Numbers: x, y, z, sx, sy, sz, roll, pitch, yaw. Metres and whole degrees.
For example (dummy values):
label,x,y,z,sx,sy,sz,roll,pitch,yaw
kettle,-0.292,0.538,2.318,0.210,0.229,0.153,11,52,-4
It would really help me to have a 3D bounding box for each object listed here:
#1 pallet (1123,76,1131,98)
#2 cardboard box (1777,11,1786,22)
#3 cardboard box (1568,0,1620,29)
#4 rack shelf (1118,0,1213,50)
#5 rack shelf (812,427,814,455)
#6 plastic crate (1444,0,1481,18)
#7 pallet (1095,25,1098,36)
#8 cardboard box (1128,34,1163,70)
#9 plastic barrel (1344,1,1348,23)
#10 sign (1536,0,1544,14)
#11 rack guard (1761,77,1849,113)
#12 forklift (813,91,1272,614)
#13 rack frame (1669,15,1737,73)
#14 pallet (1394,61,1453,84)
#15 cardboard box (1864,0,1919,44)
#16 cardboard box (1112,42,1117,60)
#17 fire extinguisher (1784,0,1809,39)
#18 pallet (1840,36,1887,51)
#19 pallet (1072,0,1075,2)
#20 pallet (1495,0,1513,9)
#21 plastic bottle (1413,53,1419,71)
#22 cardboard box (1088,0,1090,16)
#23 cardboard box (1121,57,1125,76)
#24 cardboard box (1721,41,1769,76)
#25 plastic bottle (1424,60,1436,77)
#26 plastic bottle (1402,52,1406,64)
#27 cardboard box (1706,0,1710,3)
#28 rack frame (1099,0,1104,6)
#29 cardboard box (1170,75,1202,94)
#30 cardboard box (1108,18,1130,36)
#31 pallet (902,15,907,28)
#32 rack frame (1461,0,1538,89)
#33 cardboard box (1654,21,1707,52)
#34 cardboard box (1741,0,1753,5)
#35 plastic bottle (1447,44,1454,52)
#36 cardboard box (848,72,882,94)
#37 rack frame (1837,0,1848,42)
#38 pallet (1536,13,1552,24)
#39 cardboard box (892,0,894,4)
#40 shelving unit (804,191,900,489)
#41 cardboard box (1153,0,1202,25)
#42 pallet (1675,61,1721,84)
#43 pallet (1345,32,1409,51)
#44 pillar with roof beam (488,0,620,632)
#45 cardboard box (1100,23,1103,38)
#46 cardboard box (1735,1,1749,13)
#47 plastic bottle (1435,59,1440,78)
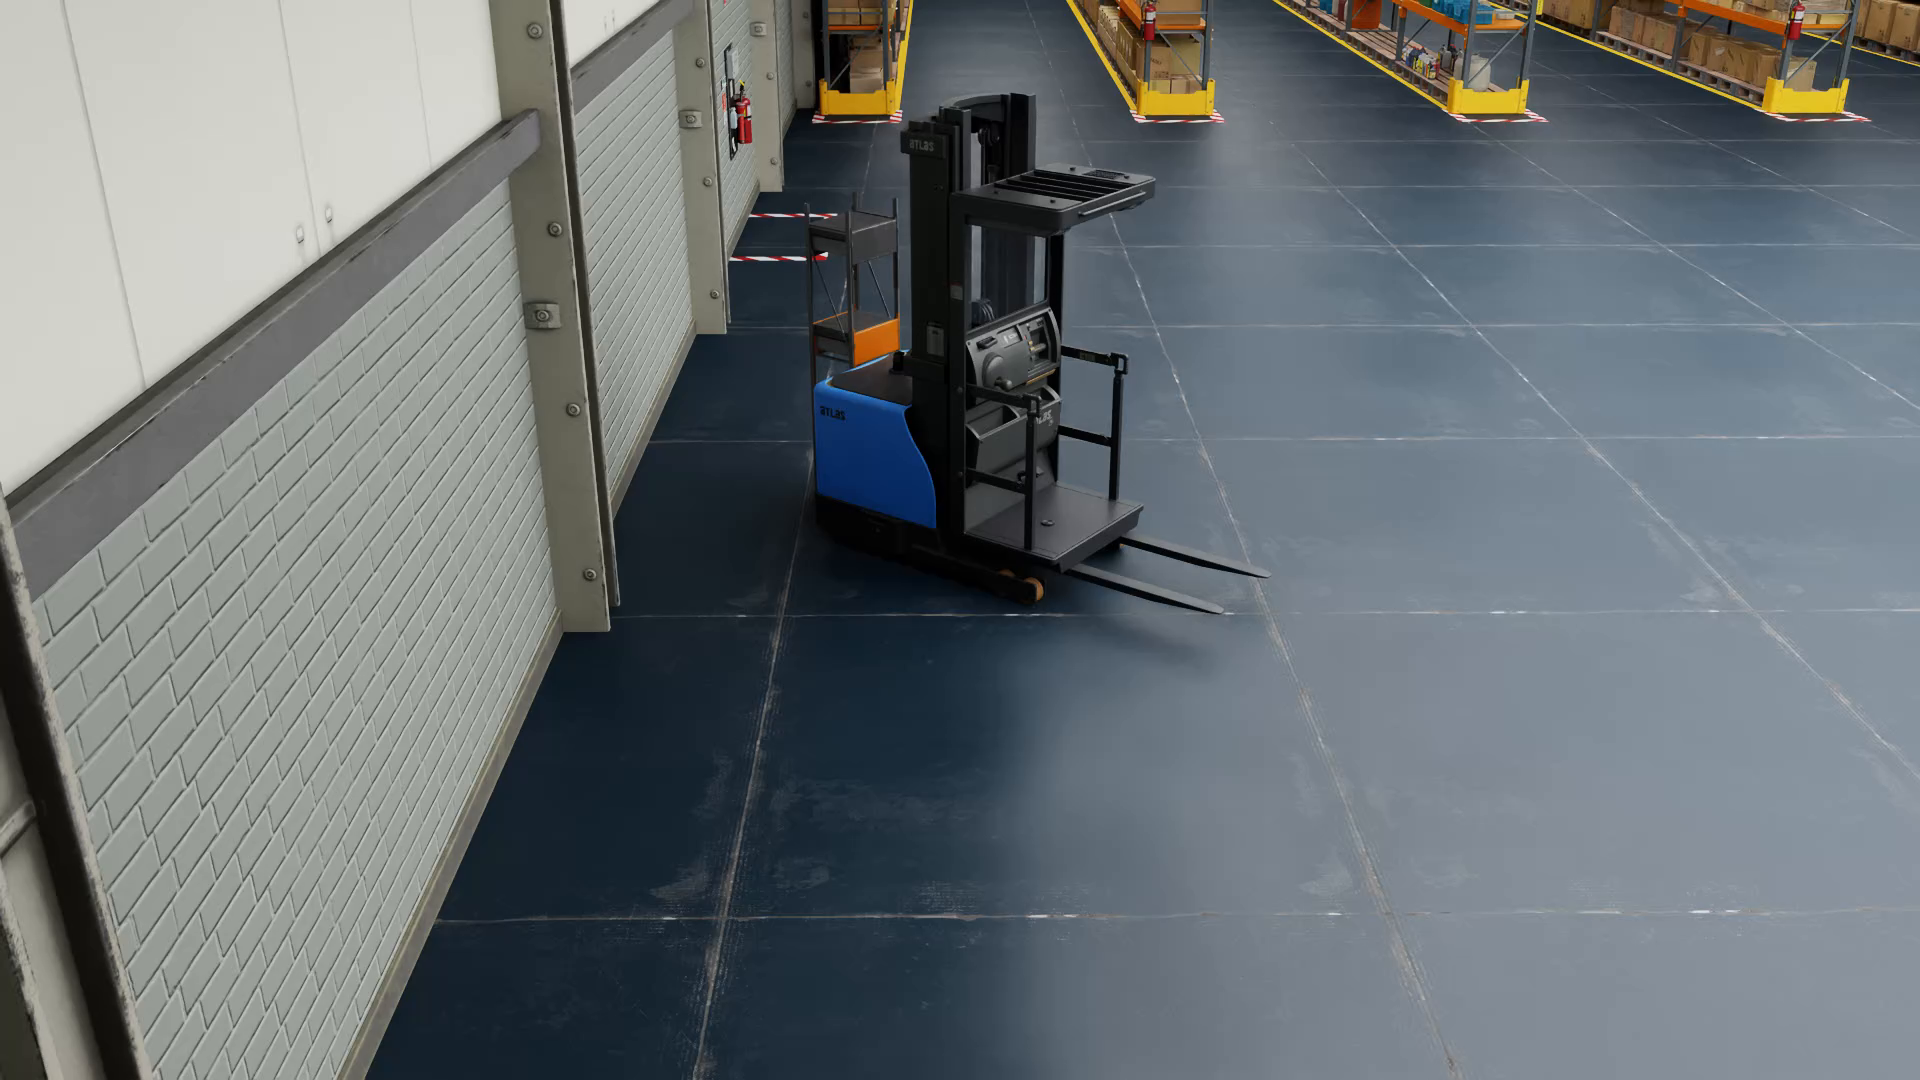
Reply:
label,x,y,z,sx,sy,sz,roll,pitch,yaw
pallet,3.294,-7.598,27.793,1.003,0.211,1.213,0,24,-1
cardboard box,13.049,-8.200,26.045,0.380,0.149,0.250,0,24,-1
cardboard box,13.187,-10.899,33.777,1.225,0.875,0.875,-1,24,-3
rack shelf,3.333,-8.548,27.383,1.077,0.370,4.000,0,24,-1
rack shelf,-0.734,-0.678,11.932,0.431,0.518,0.480,18,30,34
plastic crate,8.002,-8.477,26.534,0.499,0.251,0.408,0,24,-1
pallet,3.297,-10.386,33.957,1.003,0.211,1.213,0,24,-1
cardboard box,3.026,-7.964,27.135,0.500,0.500,0.500,0,24,-1
plastic barrel,8.103,-10.861,34.133,0.421,0.512,0.421,0,24,0
sign,8.858,-8.199,25.403,0.100,0.325,0.005,0,24,-1
rack guard,13.260,-6.987,26.092,1.175,0.500,0.348,0,24,-1
forklift,0.507,-1.181,10.305,3.031,2.935,1.130,17,29,33
rack frame,13.217,-9.743,29.152,1.000,3.000,0.127,0,24,-1
pallet,8.230,-8.173,29.065,1.003,0.211,1.213,0,24,-1
cardboard box,18.064,-9.927,31.779,1.050,0.750,0.750,0,24,0
cardboard box,3.017,-8.808,29.912,0.500,0.250,0.500,0,24,-1
fire extinguisher,12.801,-8.010,25.415,0.296,0.674,0.183,0,24,-1
pallet,18.067,-9.776,32.610,1.003,0.211,1.213,0,24,-1
pallet,3.191,-13.014,39.769,1.003,0.211,1.213,0,24,-1
pallet,13.183,-12.587,38.824,1.003,0.211,1.213,0,24,-1
plastic bottle,7.820,-8.203,28.510,0.061,0.283,0.133,1,24,2
cardboard box,3.000,-11.432,35.386,0.500,0.500,0.500,0,24,0
cardboard box,3.014,-8.034,28.201,0.500,0.250,0.500,0,24,-1
cardboard box,13.280,-8.139,28.129,0.500,0.500,0.500,-2,24,-5
plastic bottle,7.874,-7.891,27.828,0.152,0.276,0.135,0,24,0
plastic bottle,7.831,-8.471,29.202,0.097,0.201,0.097,0,24,0
cardboard box,12.951,-9.230,28.322,0.380,0.149,0.250,0,24,-1
rack frame,3.268,-11.348,32.702,1.000,3.000,0.127,0,24,-1
cardboard box,3.571,-7.212,26.384,0.500,0.250,0.500,0,24,-1
cardboard box,3.005,-9.480,30.717,0.500,0.311,0.500,0,24,-1
pallet,-1.629,-10.881,35.051,1.003,0.211,1.213,0,24,-1
rack frame,8.308,-8.073,25.459,1.000,3.000,0.127,0,24,-1
cardboard box,13.245,-9.254,30.571,0.700,0.500,0.500,0,24,-1
cardboard box,13.194,-8.914,26.838,0.875,0.500,0.500,0,24,-1
plastic bottle,8.560,-8.450,28.974,0.144,0.351,0.185,-1,24,-2
cardboard box,-1.516,-7.289,26.455,0.500,0.311,0.500,-3,25,-7
rack frame,18.134,-11.372,32.754,1.000,3.000,0.127,0,24,-1
pallet,13.213,-11.451,36.313,1.003,0.211,1.213,0,24,-1
cardboard box,-1.299,-8.712,26.121,0.500,0.500,0.500,0,24,0
shelving unit,-0.733,-1.328,11.638,0.431,2.100,0.503,18,30,34
cardboard box,3.363,-8.290,25.818,0.700,0.500,0.500,0,24,-1
pallet,13.260,-8.196,29.115,1.003,0.211,1.213,0,24,-1
pallet,8.190,-9.779,32.616,1.003,0.211,1.213,0,24,-1
pillar with roof beam,2.030,-3.648,8.396,9.100,9.000,0.400,0,24,-1
cardboard box,2.986,-9.863,32.244,0.500,0.250,0.500,-1,24,-2
cardboard box,12.930,-8.714,27.183,0.380,0.149,0.250,0,24,-1
plastic bottle,7.981,-7.895,27.828,0.061,0.283,0.133,0,24,-1
